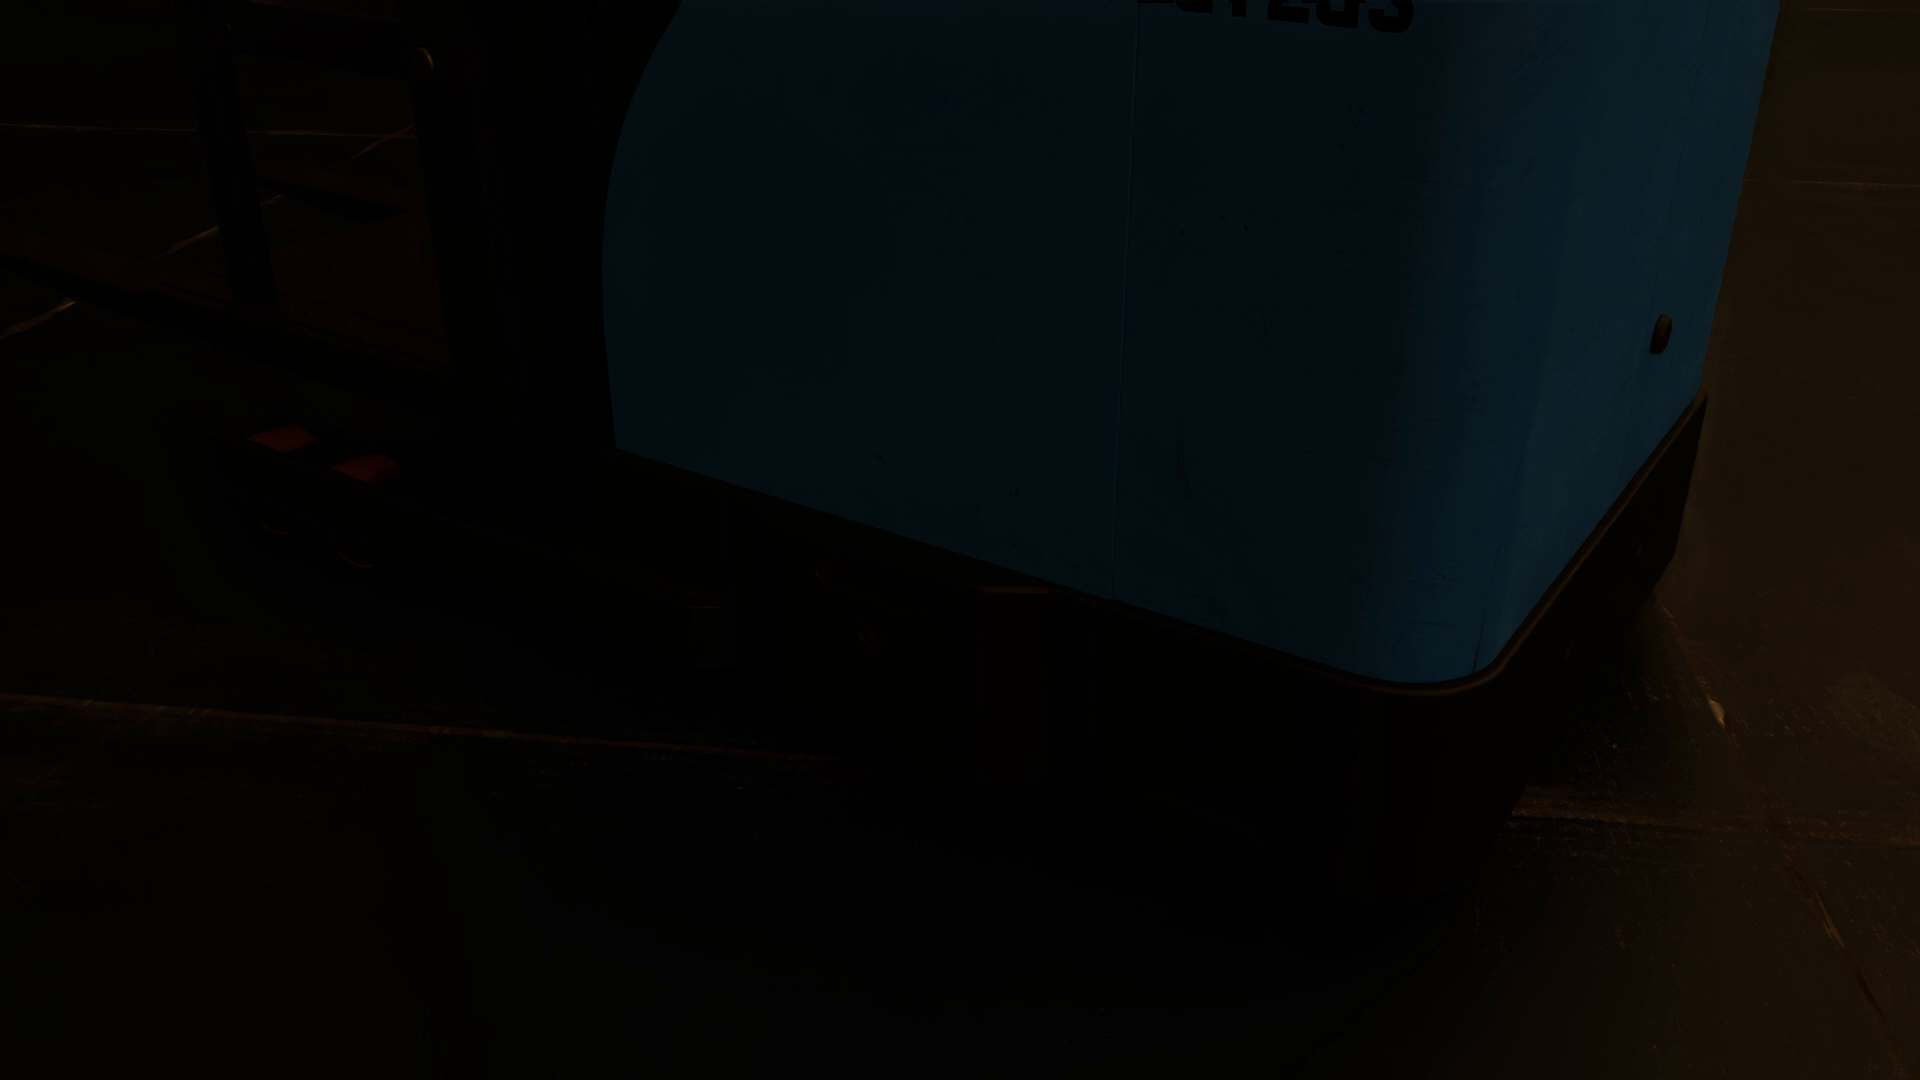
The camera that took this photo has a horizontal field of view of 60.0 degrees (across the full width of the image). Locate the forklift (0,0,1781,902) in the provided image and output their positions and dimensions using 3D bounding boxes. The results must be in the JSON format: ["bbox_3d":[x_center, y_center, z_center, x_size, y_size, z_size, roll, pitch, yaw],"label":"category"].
[{"bbox_3d":[-0.509,-1.446,2.116,3.031,2.935,1.130,17,31,30],"label":"forklift"}]
